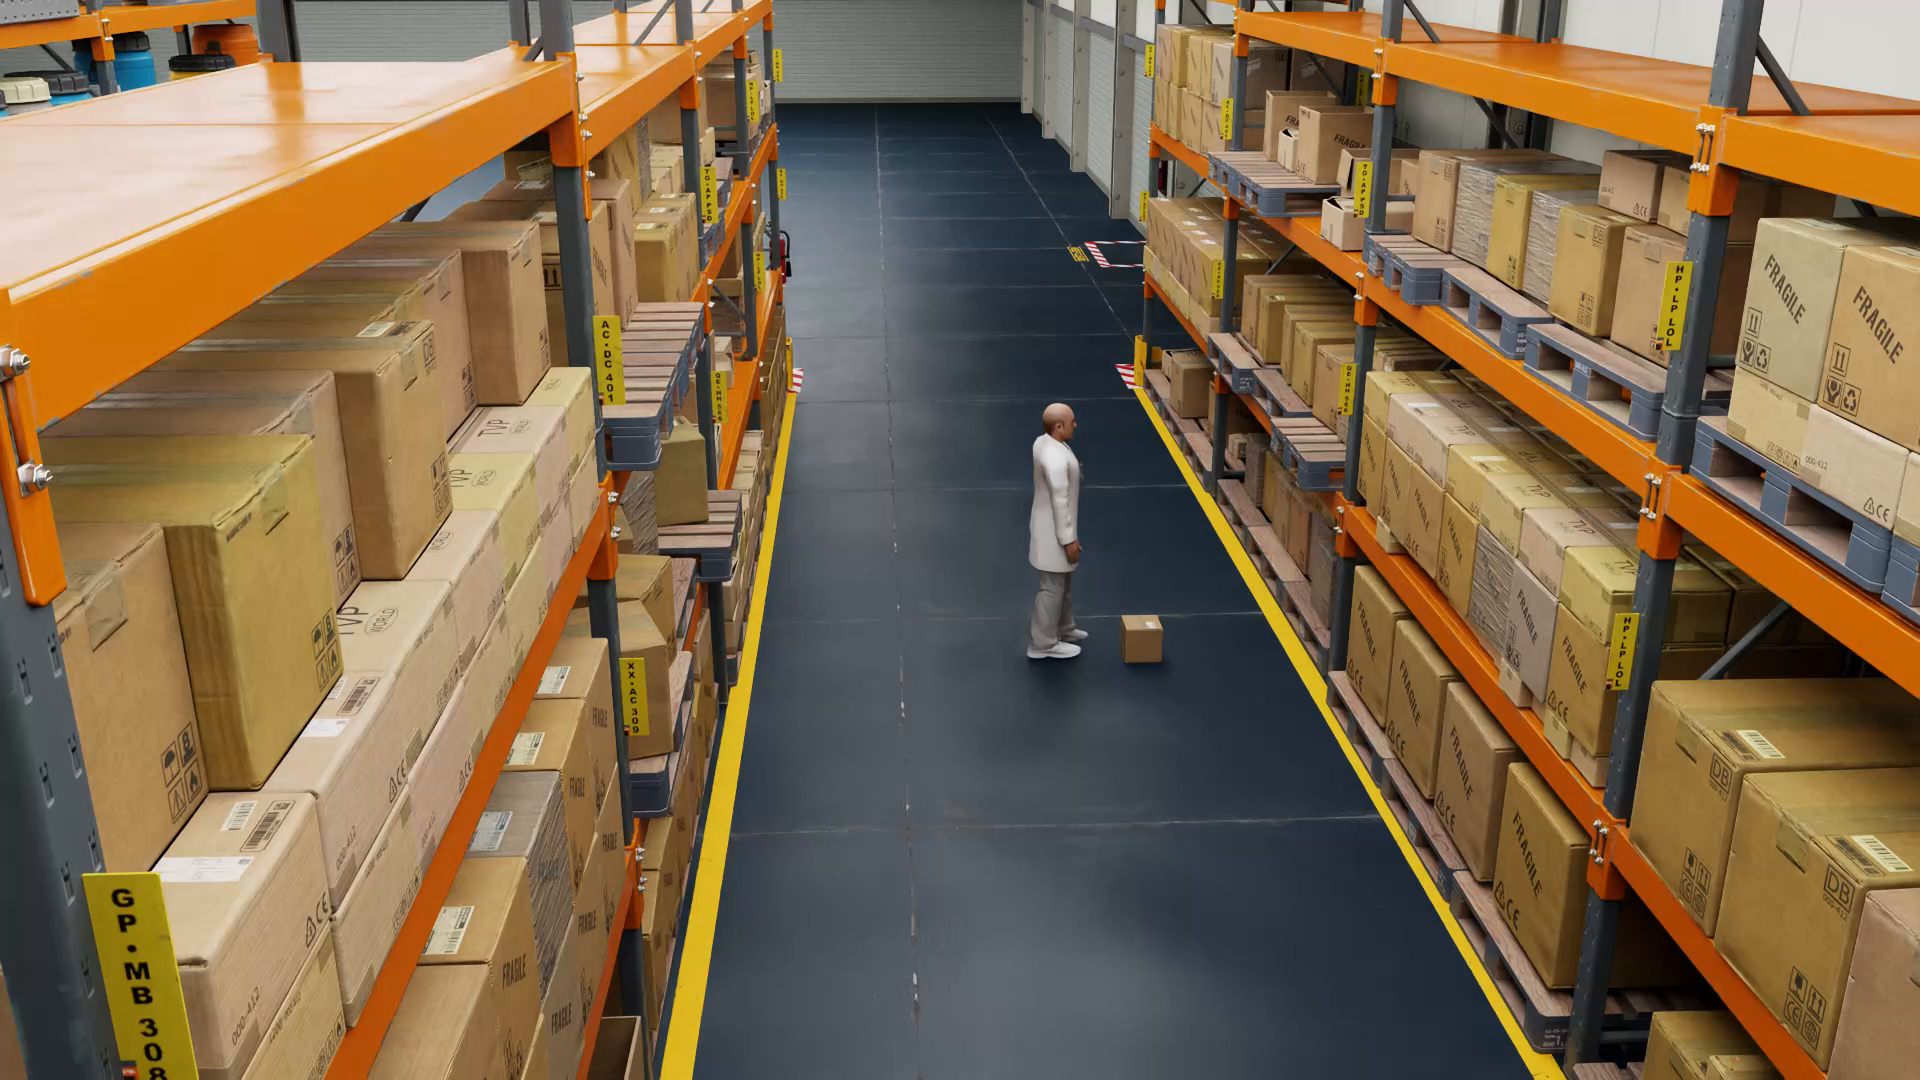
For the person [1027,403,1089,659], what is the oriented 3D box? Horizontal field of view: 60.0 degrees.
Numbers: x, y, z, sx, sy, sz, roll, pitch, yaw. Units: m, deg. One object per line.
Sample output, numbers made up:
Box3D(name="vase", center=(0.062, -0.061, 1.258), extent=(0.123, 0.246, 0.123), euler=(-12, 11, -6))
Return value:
Box3D(name="person", center=(0.699, -0.054, 11.250), extent=(0.507, 1.816, 0.612), euler=(-3, 20, -7))
